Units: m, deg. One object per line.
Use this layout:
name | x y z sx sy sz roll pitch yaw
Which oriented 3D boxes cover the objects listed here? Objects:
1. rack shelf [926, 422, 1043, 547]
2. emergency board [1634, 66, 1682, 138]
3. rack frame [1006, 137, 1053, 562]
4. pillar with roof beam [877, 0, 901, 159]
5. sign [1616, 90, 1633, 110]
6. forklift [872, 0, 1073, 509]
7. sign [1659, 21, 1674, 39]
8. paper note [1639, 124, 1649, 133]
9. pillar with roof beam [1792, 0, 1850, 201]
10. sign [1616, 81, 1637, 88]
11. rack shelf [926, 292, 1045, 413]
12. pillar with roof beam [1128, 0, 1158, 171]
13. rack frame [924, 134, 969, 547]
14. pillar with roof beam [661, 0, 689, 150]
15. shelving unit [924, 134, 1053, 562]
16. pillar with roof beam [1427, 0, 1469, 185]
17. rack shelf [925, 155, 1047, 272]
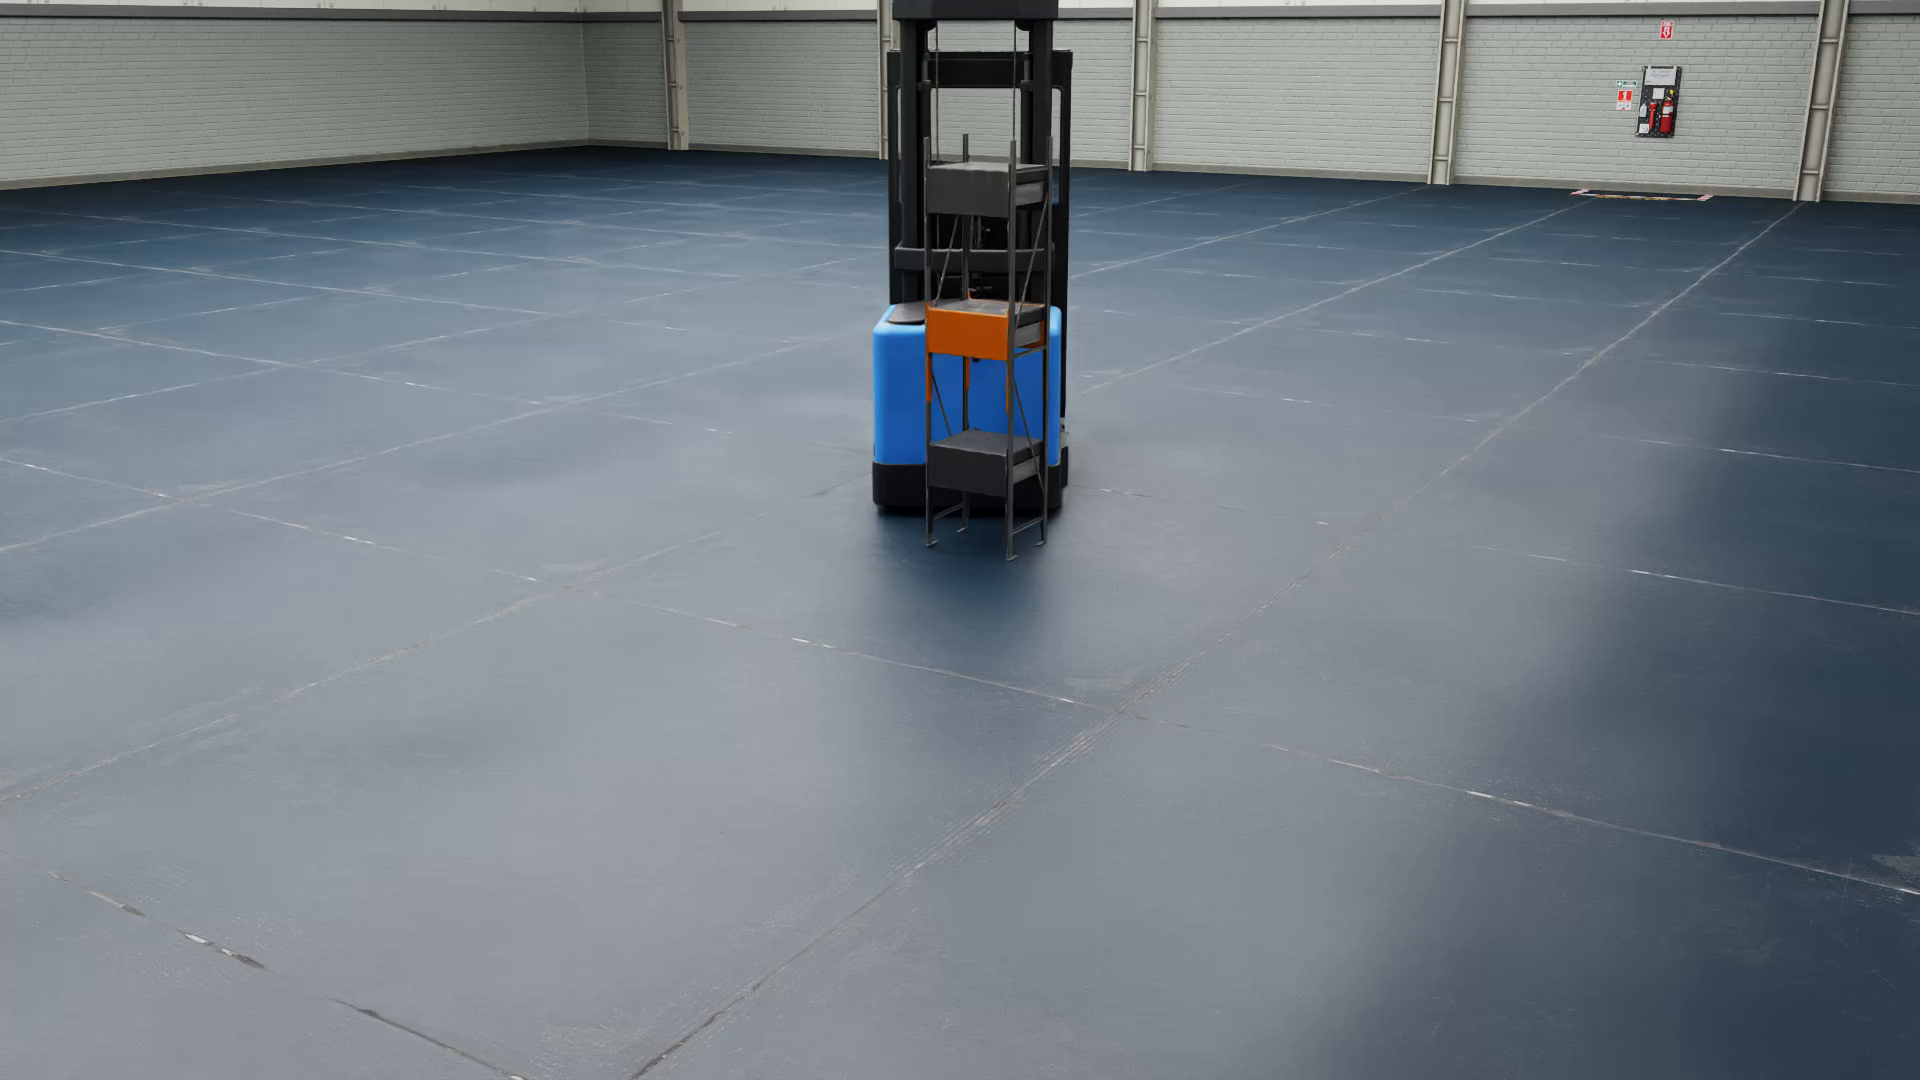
rack shelf | 0.141 -0.297 8.701 0.480 0.518 0.431 10 20 30
emergency board | 11.741 -7.370 27.982 0.643 1.169 0.194 10 20 30
rack frame | 0.349 -0.942 8.371 0.015 2.100 0.400 10 20 30
pillar with roof beam | -3.764 -11.527 31.345 0.400 9.000 9.100 10 20 30
sign | 11.324 -7.496 28.338 0.234 0.329 0.001 10 20 30
forklift | 0.130 -1.953 10.266 1.130 2.935 3.031 1 17 4
sign | 11.786 -8.505 27.730 0.199 0.298 0.001 10 20 30
paper note | 11.626 -6.992 28.255 0.142 0.148 0.016 10 20 30
pillar with roof beam | 11.574 -8.789 22.332 0.400 9.000 9.100 10 20 30
sign | 11.323 -7.747 28.251 0.331 0.109 0.001 10 20 30
rack shelf | 0.141 -0.966 8.497 0.480 0.518 0.431 10 20 30
pillar with roof beam | 1.348 -10.614 28.340 0.400 9.000 9.100 10 20 30
rack frame | -0.067 -1.017 8.615 0.015 2.100 0.400 10 20 30
pillar with roof beam | -8.877 -12.439 34.349 0.400 9.000 9.100 10 20 30
shelving unit | 0.141 -0.979 8.493 0.503 2.100 0.431 10 20 30
pillar with roof beam | 6.461 -9.701 25.336 0.400 9.000 9.100 10 20 30
rack shelf | 0.141 -1.636 8.294 0.480 0.518 0.431 10 20 30
